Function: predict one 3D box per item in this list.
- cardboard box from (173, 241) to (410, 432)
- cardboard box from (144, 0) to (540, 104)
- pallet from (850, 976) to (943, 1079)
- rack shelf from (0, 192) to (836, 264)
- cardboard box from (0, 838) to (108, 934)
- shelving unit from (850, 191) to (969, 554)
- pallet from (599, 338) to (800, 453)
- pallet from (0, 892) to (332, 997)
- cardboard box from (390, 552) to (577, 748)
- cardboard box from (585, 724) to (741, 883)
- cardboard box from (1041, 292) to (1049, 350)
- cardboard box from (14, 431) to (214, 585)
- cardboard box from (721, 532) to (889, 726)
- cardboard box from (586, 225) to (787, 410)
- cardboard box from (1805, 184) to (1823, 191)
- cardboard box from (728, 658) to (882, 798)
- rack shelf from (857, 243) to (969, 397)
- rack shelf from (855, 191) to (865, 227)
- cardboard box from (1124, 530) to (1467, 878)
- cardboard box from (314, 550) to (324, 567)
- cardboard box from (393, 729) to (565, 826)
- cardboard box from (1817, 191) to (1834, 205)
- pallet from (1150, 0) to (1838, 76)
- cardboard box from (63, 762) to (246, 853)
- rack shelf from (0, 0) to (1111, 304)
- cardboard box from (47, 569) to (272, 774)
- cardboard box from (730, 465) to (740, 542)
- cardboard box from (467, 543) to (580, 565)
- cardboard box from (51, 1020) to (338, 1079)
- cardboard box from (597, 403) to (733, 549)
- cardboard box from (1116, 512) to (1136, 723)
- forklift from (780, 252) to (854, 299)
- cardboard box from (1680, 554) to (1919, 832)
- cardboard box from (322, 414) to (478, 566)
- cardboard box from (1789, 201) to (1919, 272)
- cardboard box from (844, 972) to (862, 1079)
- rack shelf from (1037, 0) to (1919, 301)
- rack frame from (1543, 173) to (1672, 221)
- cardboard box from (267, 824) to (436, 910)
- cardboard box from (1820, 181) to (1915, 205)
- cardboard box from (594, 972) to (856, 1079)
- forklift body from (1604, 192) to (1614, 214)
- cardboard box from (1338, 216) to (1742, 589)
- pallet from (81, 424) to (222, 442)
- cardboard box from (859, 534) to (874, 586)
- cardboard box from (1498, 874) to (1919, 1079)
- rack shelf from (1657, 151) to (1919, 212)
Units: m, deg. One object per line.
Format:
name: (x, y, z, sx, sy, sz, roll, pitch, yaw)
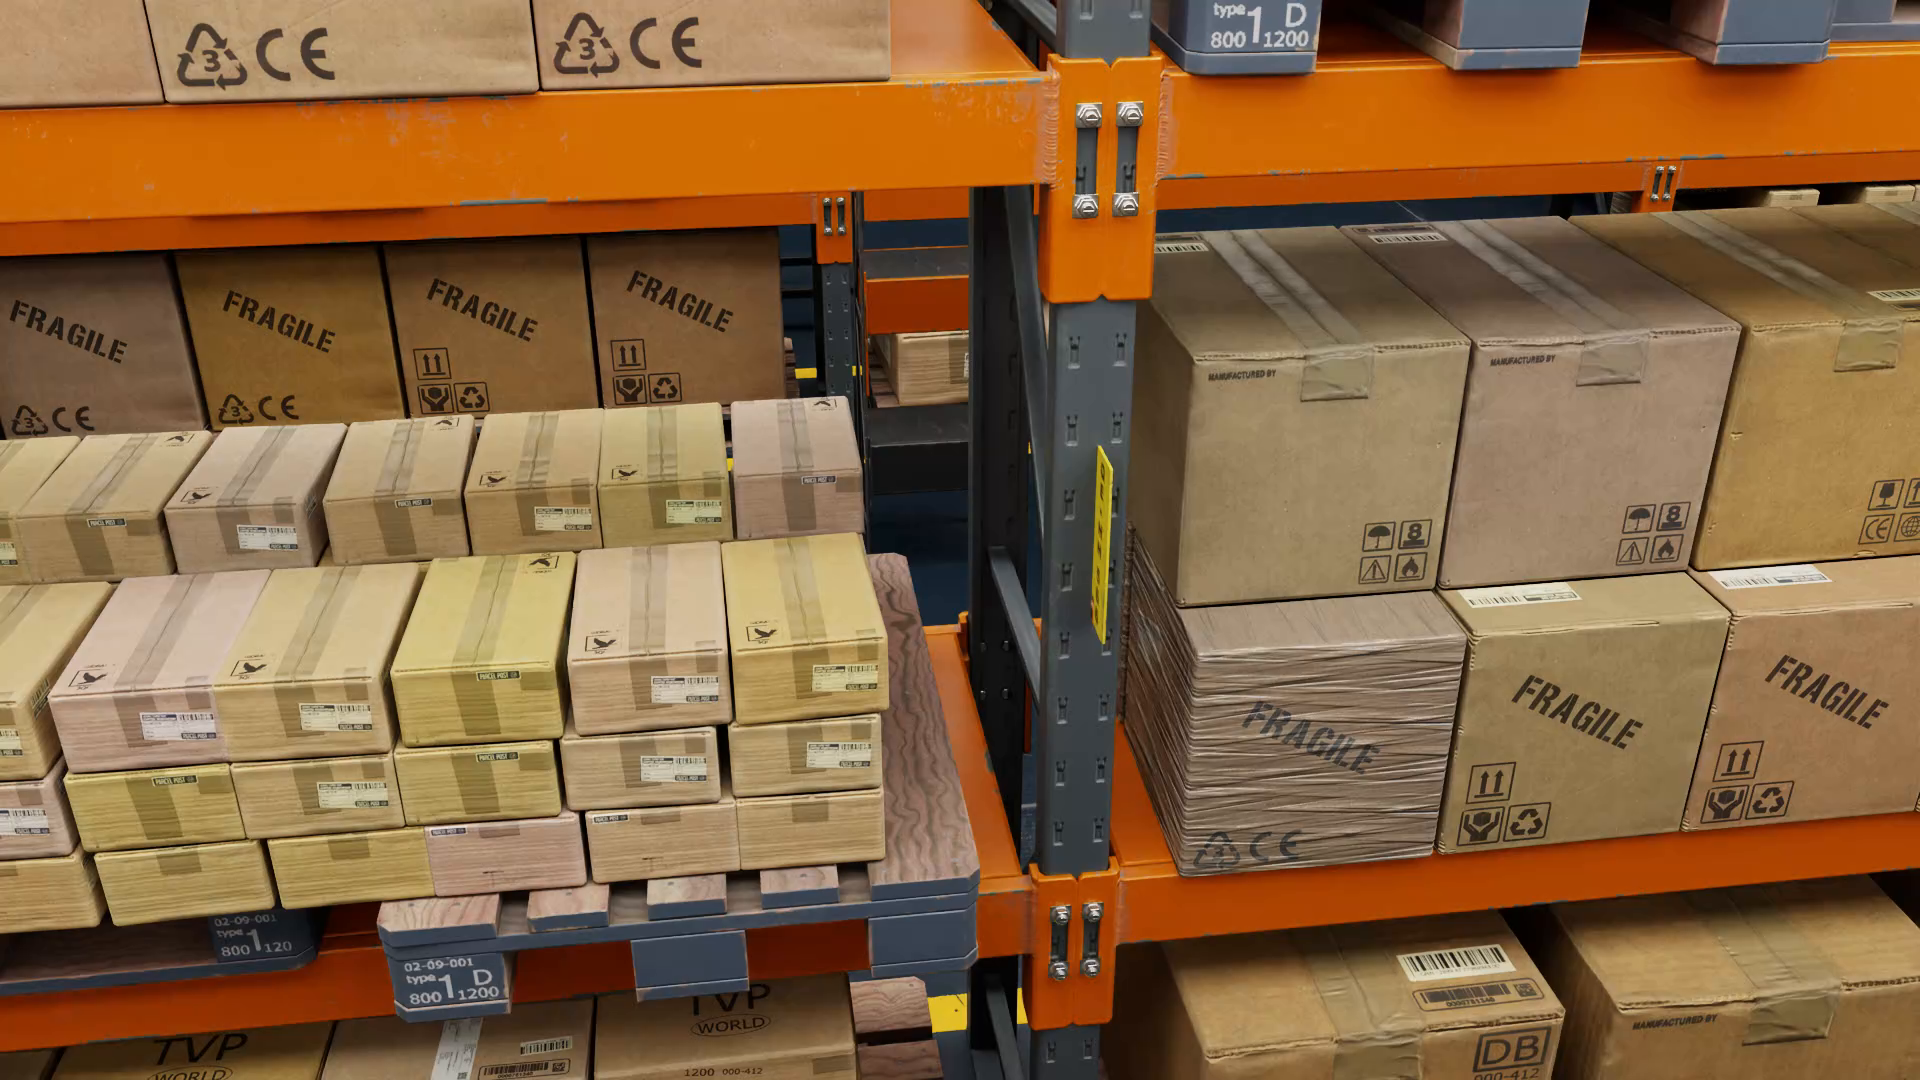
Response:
cardboard box: (-3.105, -1.110, 7.995, 0.875, 0.875, 0.875, -3, 27, -6)
cardboard box: (-0.874, -0.945, 2.411, 0.500, 0.500, 0.500, -4, 27, -7)
pallet: (-0.625, 1.535, 4.028, 1.213, 0.211, 1.003, -4, 27, -7)
rack shelf: (-2.621, -1.539, 7.752, 4.000, 0.370, 1.077, -4, 27, -7)
cardboard box: (-1.546, 0.488, 2.828, 0.250, 0.149, 0.380, -3, 27, -6)
shelving unit: (-0.164, -0.924, 6.750, 0.503, 2.100, 0.431, -4, 27, -7)
pallet: (-1.431, -0.730, 8.441, 1.213, 0.211, 1.003, -4, 27, -7)
pallet: (-1.805, 0.475, 3.249, 1.213, 0.211, 1.003, -4, 27, -7)
cardboard box: (-0.780, 0.175, 2.786, 0.250, 0.149, 0.380, -3, 27, -6)
cardboard box: (-0.521, 0.424, 2.953, 0.250, 0.149, 0.380, -4, 27, -7)
cardboard box: (0.650, -1.086, 8.499, 0.625, 0.372, 0.950, -4, 27, -8)
cardboard box: (-1.636, -0.069, 3.262, 0.250, 0.149, 0.380, -3, 27, -6)
cardboard box: (-0.272, 0.144, 2.848, 0.250, 0.149, 0.380, -5, 28, -9)
cardboard box: (-1.336, -1.221, 8.212, 0.875, 0.875, 0.875, -4, 27, -8)
cardboard box: (4.373, -1.730, 9.066, 0.500, 0.500, 0.500, -3, 27, -6)
cardboard box: (-0.276, 0.275, 2.918, 0.250, 0.149, 0.380, -3, 27, -6)
rack shelf: (-0.164, -0.912, 6.756, 0.480, 0.518, 0.431, -4, 27, -7)
rack shelf: (-0.164, -1.534, 6.437, 0.480, 0.518, 0.431, -4, 27, -7)
cardboard box: (0.632, 0.294, 3.282, 0.500, 0.500, 0.500, -3, 27, -7)
cardboard box: (-1.386, 0.046, 3.364, 0.250, 0.149, 0.380, -4, 27, -7)
cardboard box: (-0.801, 0.311, 2.848, 0.250, 0.149, 0.380, -3, 27, -6)
cardboard box: (4.471, -1.493, 8.604, 0.500, 0.500, 0.500, -3, 27, -5)
pallet: (0.780, -1.070, 2.972, 1.003, 0.211, 1.213, -2, 27, -5)
cardboard box: (-1.295, 0.341, 2.789, 0.250, 0.149, 0.380, -4, 27, -7)
rack shelf: (-1.831, -0.642, 2.718, 4.000, 0.370, 1.077, -4, 27, -7)
cardboard box: (-1.284, 0.207, 2.725, 0.250, 0.149, 0.380, -4, 27, -7)
cardboard box: (-0.357, -0.022, 3.497, 0.250, 0.149, 0.380, -2, 27, -5)
cardboard box: (-0.889, 0.014, 3.426, 0.250, 0.149, 0.380, -5, 28, -9)
cardboard box: (-1.495, 1.061, 3.353, 0.500, 0.250, 0.500, -3, 27, -6)
cardboard box: (-0.601, -0.135, 3.390, 0.250, 0.149, 0.380, -4, 27, -9)
cardboard box: (0.558, 0.050, 3.756, 0.500, 0.500, 0.500, -4, 27, -7)
forklift: (-1.898, -2.635, 9.175, 3.031, 2.935, 1.130, -4, 27, -7)
cardboard box: (1.634, 0.229, 3.409, 0.500, 0.500, 0.500, -4, 27, -7)
cardboard box: (-1.107, -0.104, 3.331, 0.250, 0.149, 0.380, -5, 28, -9)
cardboard box: (2.110, -0.367, 3.476, 0.500, 0.500, 0.700, -4, 27, -8)
cardboard box: (-0.466, 1.330, 3.650, 0.500, 0.500, 0.500, -4, 27, -7)
rack shelf: (2.130, -0.897, 3.214, 4.000, 0.370, 1.077, -4, 27, -7)
rack frame: (3.321, -2.241, 8.331, 0.127, 3.000, 1.000, -4, 27, -7)
cardboard box: (-1.023, 0.455, 2.893, 0.250, 0.149, 0.380, -4, 27, -8)
cardboard box: (4.583, -1.756, 8.407, 0.250, 0.149, 0.380, -3, 27, -5)
cardboard box: (-0.491, 0.999, 3.475, 0.500, 0.250, 0.500, -4, 27, -8)
forklift body: (4.963, -3.416, 11.551, 1.214, 2.155, 2.313, -4, 27, -7)
cardboard box: (1.096, -0.301, 3.346, 0.500, 0.500, 0.700, -4, 27, -8)
pallet: (-3.848, -0.574, 8.138, 1.213, 0.211, 1.003, -4, 27, -7)
cardboard box: (-0.322, 0.107, 3.571, 0.250, 0.149, 0.380, -4, 27, -8)
cardboard box: (1.630, 1.004, 4.012, 0.750, 0.750, 1.050, -3, 27, -6)
rack shelf: (5.301, -2.048, 8.743, 4.000, 0.370, 1.077, -4, 27, -7)
